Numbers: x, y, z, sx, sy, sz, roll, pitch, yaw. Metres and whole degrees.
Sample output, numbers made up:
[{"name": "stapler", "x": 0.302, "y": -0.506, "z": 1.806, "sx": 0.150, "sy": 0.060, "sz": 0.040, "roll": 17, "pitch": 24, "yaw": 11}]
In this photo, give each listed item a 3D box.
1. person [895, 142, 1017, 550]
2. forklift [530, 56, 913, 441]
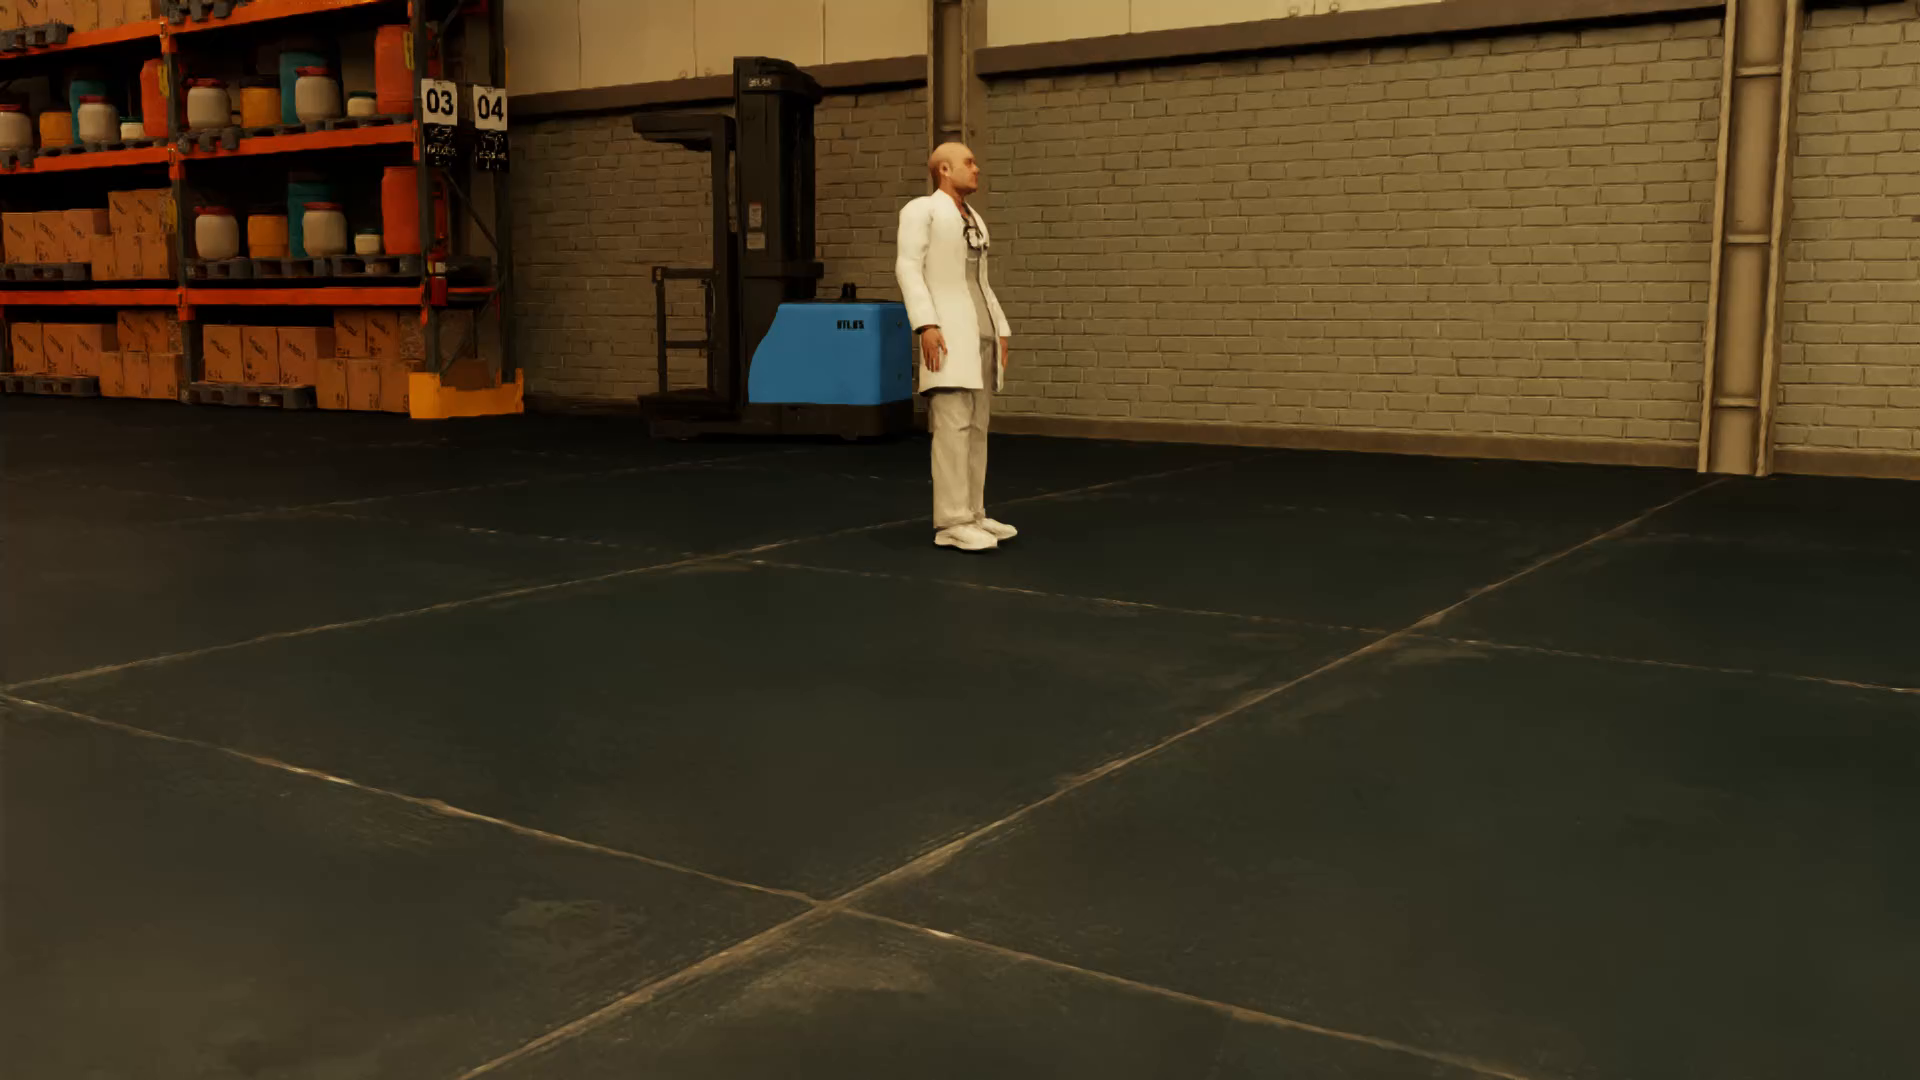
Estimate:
[{"name": "person", "x": 0.073, "y": -0.880, "z": 7.423, "sx": 0.579, "sy": 1.776, "sz": 0.694, "roll": 5, "pitch": 10, "yaw": 34}, {"name": "forklift", "x": -1.956, "y": -2.293, "z": 13.321, "sx": 3.031, "sy": 2.935, "sz": 1.130, "roll": 2, "pitch": 8, "yaw": 14}]
